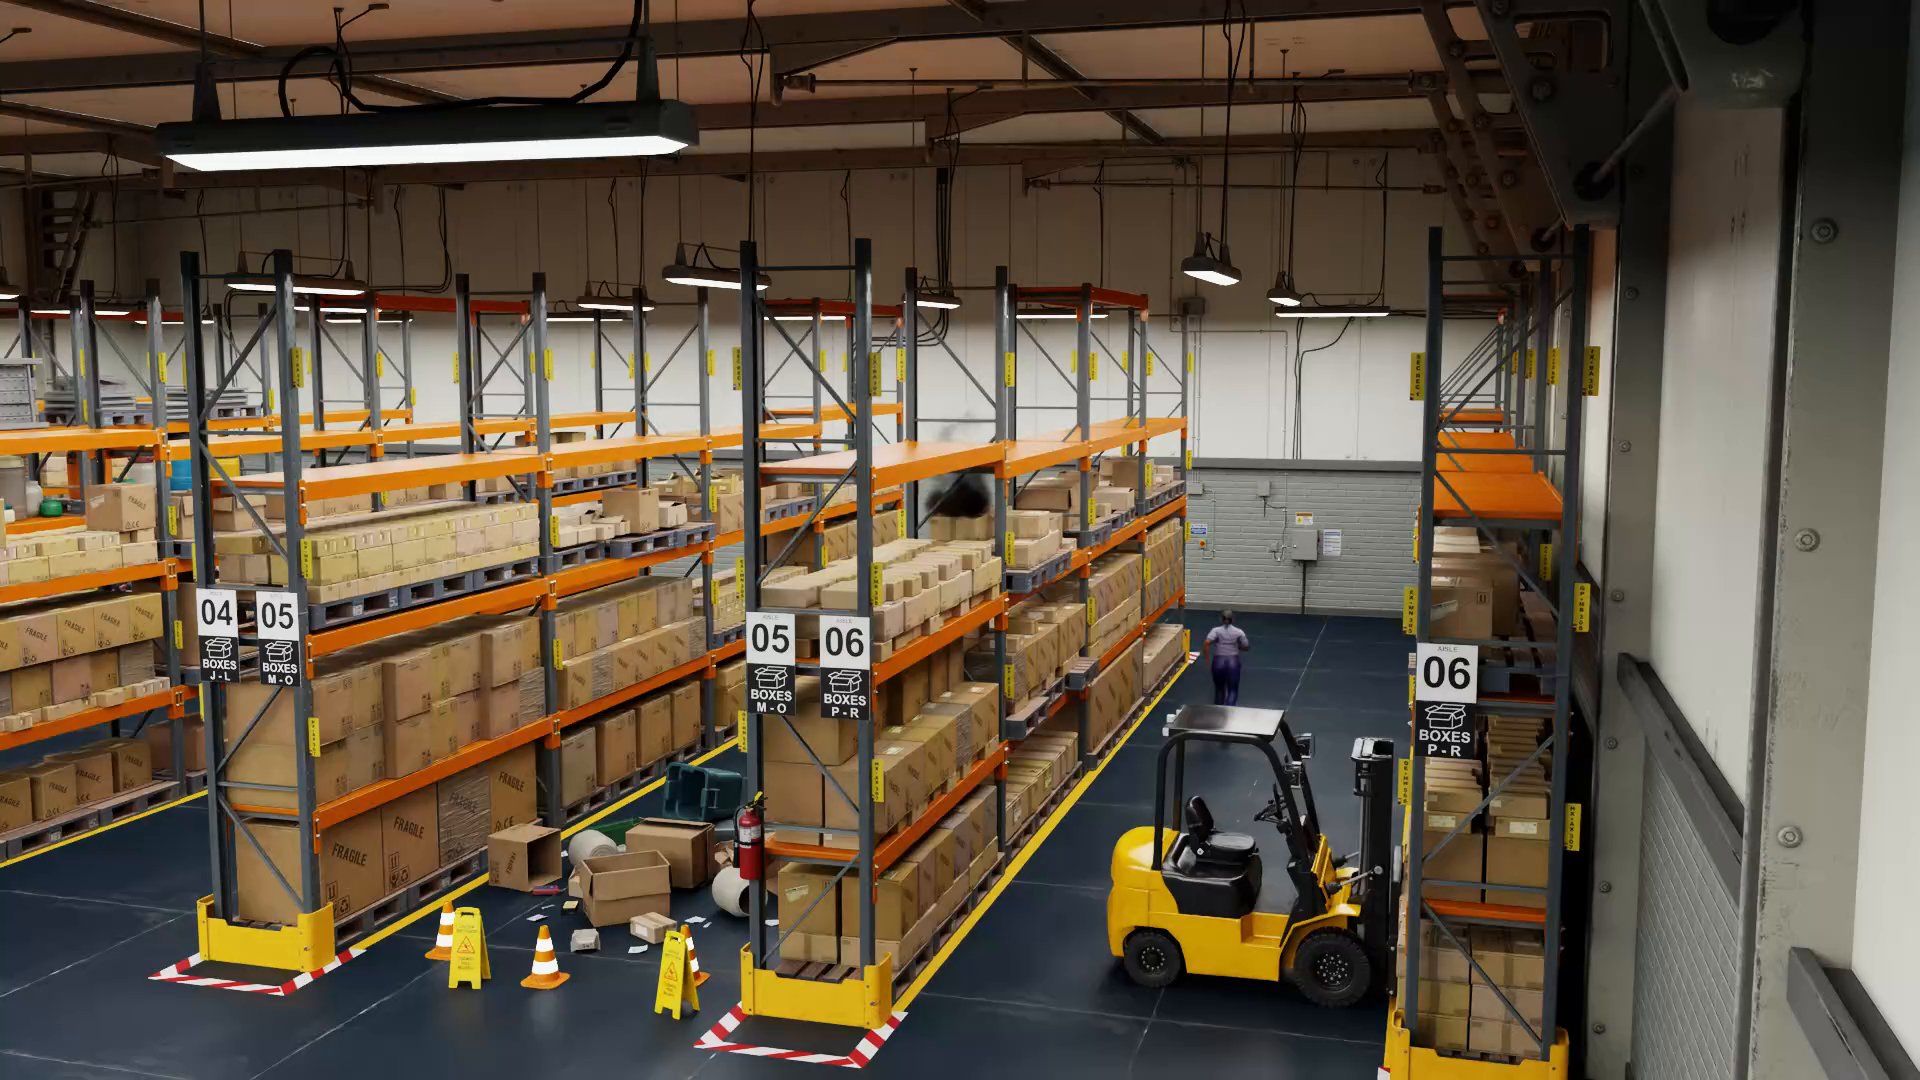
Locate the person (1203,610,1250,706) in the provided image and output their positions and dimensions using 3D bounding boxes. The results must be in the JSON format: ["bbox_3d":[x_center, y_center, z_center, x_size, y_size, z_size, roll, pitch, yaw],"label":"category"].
[{"bbox_3d":[3.650,1.789,22.775,0.624,1.676,0.875,2,7,14],"label":"person"}]
